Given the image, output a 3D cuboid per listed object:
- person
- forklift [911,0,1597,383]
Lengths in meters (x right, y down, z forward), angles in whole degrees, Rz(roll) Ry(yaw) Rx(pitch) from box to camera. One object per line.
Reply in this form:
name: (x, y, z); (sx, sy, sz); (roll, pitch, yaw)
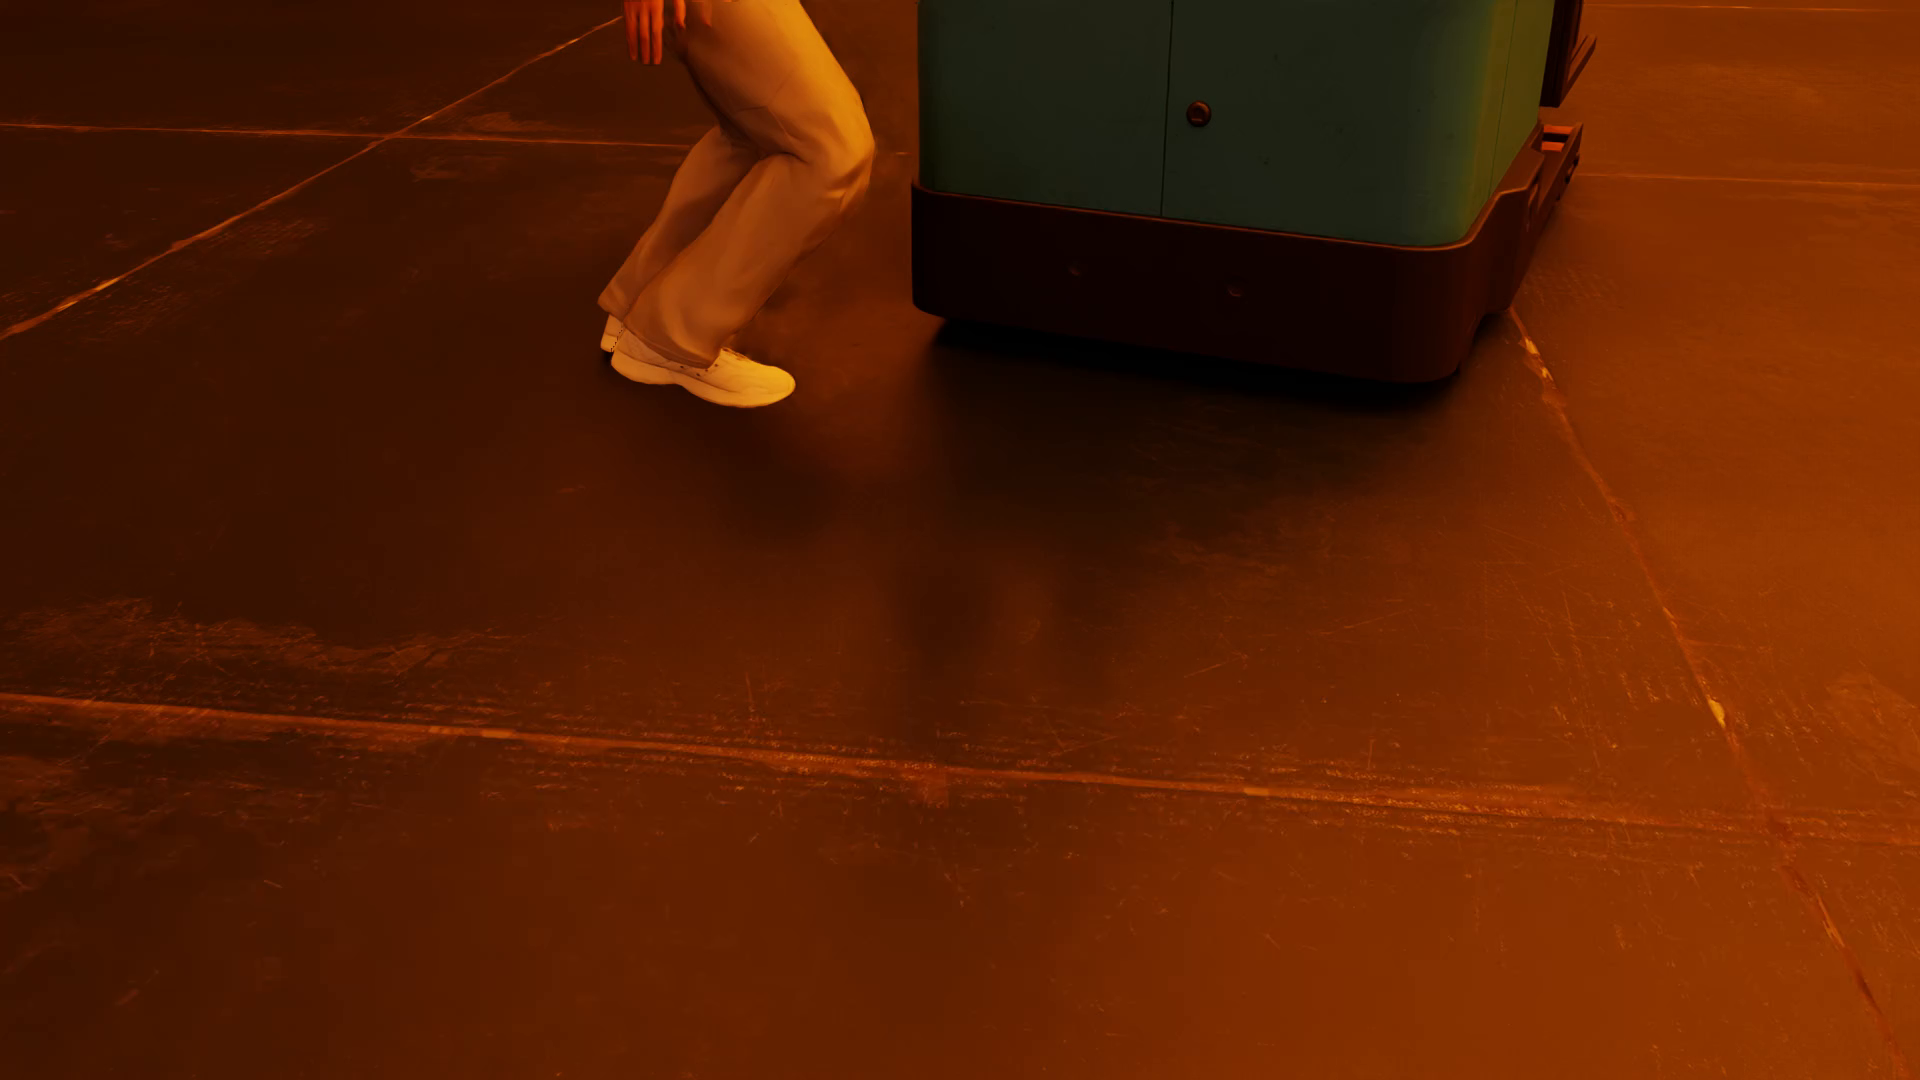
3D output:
person: (-0.411, -0.967, 2.710); (0.587, 1.573, 0.824); (2, 27, 3)
forklift: (0.973, -2.215, 3.656); (1.130, 2.935, 3.031); (11, 29, 22)
